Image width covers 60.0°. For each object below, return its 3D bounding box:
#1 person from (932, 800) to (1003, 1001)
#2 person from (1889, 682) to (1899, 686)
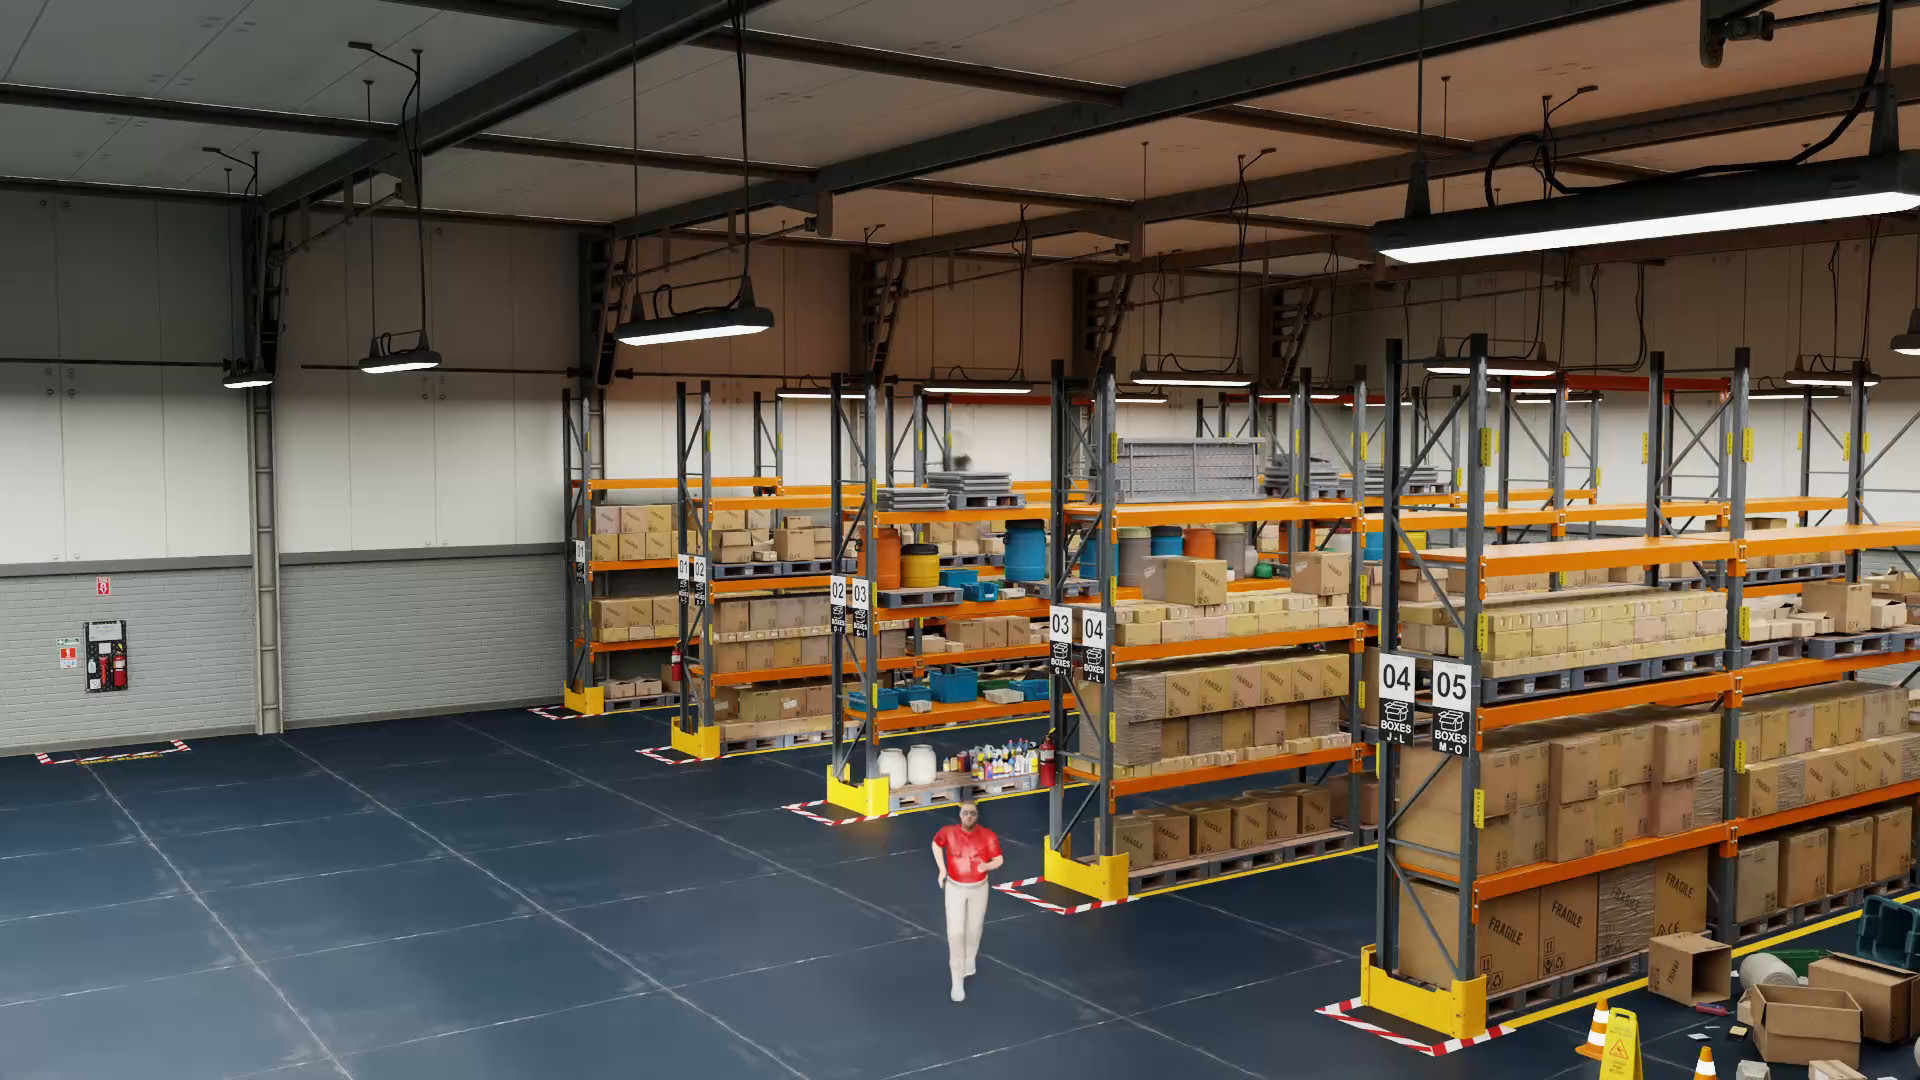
[{"bbox_3d":[0.075,3.312,15.517,0.648,1.791,0.851,0,4,-4],"label":"person"},{"bbox_3d":[12.885,2.819,23.001,0.633,1.728,0.694,-3,5,-36],"label":"person"}]
